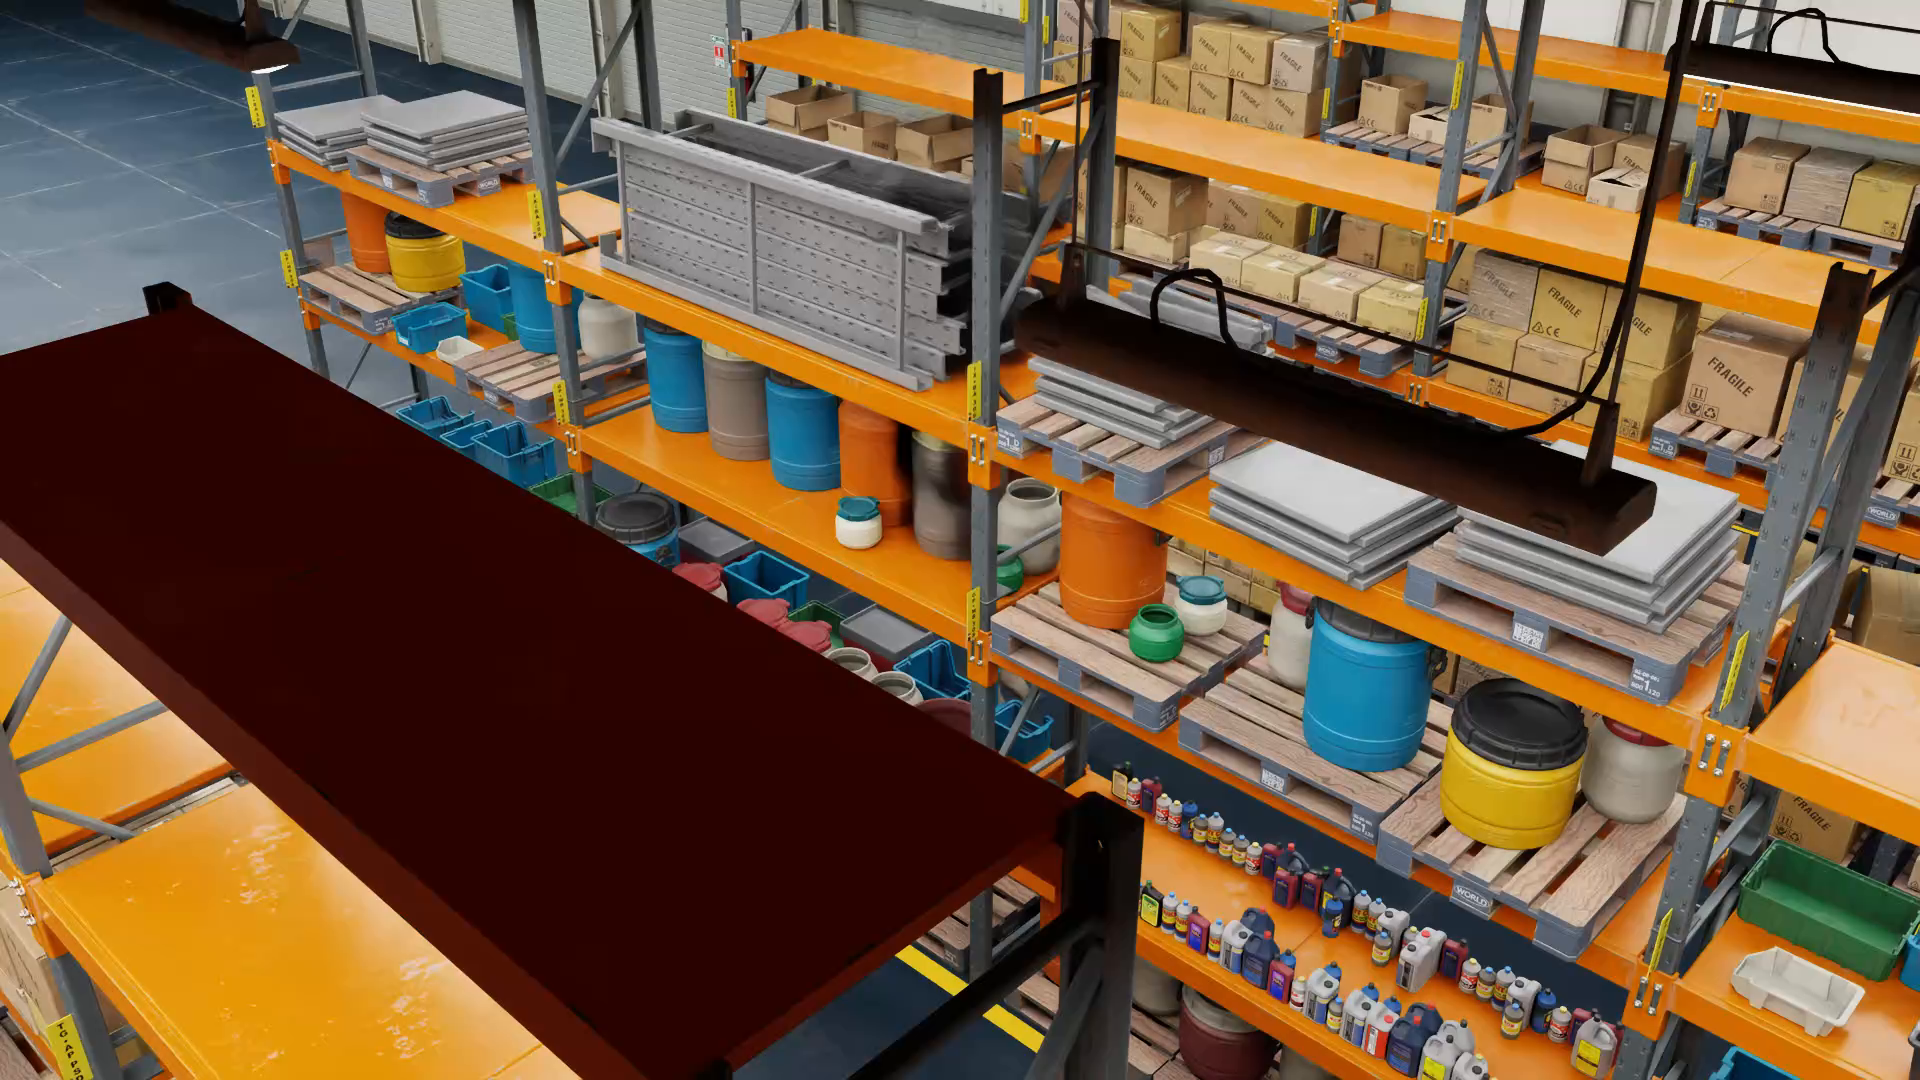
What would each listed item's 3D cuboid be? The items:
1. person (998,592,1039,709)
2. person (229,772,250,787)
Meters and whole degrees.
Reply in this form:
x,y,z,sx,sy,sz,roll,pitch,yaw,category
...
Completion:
x,y,z,sx,sy,sz,roll,pitch,yaw,category
0.298,0.764,13.167,0.618,1.676,0.658,20,35,31,person
-4.664,2.019,10.924,0.635,1.676,0.564,-26,38,-38,person
